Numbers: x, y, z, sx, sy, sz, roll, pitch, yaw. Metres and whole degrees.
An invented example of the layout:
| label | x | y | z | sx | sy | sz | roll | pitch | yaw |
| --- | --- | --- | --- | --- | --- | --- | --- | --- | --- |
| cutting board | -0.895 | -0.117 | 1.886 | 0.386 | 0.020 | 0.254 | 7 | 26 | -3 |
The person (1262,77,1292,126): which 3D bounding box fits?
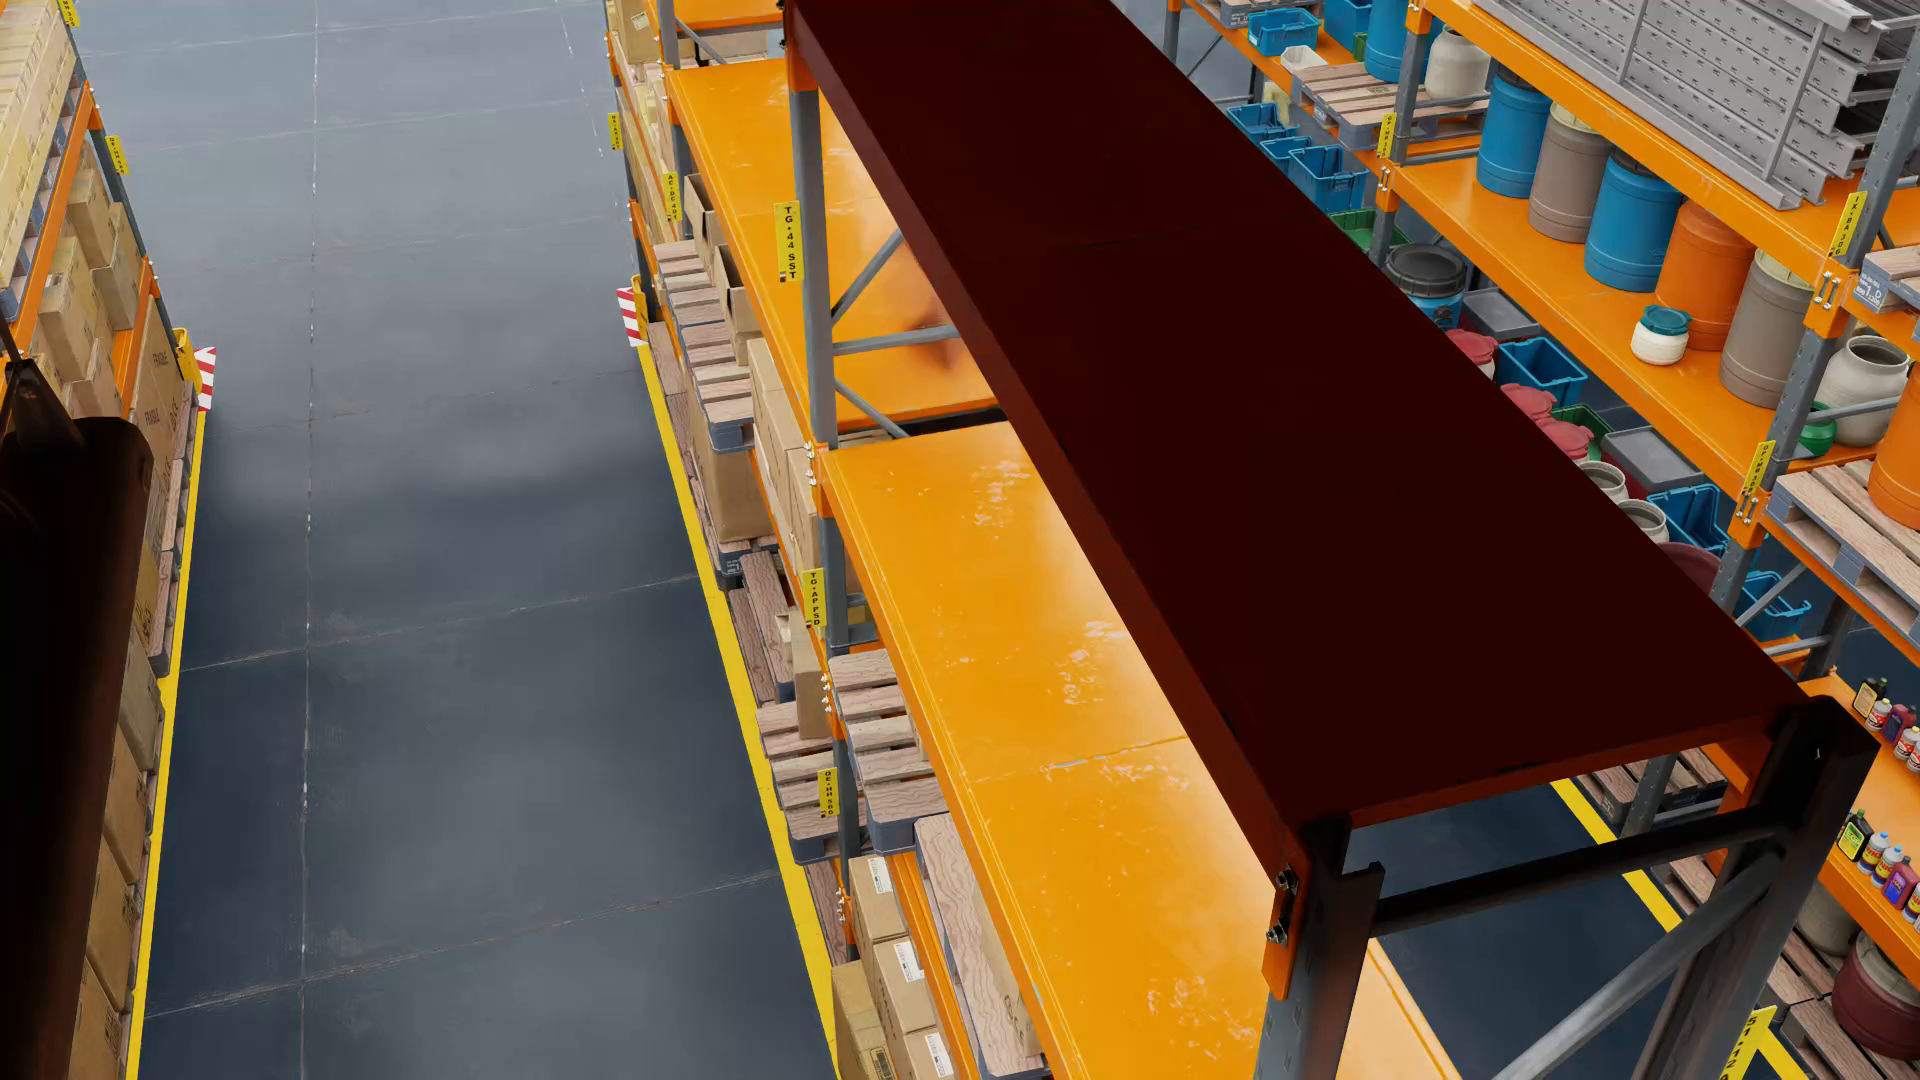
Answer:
| label | x | y | z | sx | sy | sz | roll | pitch | yaw |
| --- | --- | --- | --- | --- | --- | --- | --- | --- | --- |
| person | 3.129 | -4.205 | 16.835 | 0.466 | 1.612 | 0.633 | 23 | 44 | 26 |
